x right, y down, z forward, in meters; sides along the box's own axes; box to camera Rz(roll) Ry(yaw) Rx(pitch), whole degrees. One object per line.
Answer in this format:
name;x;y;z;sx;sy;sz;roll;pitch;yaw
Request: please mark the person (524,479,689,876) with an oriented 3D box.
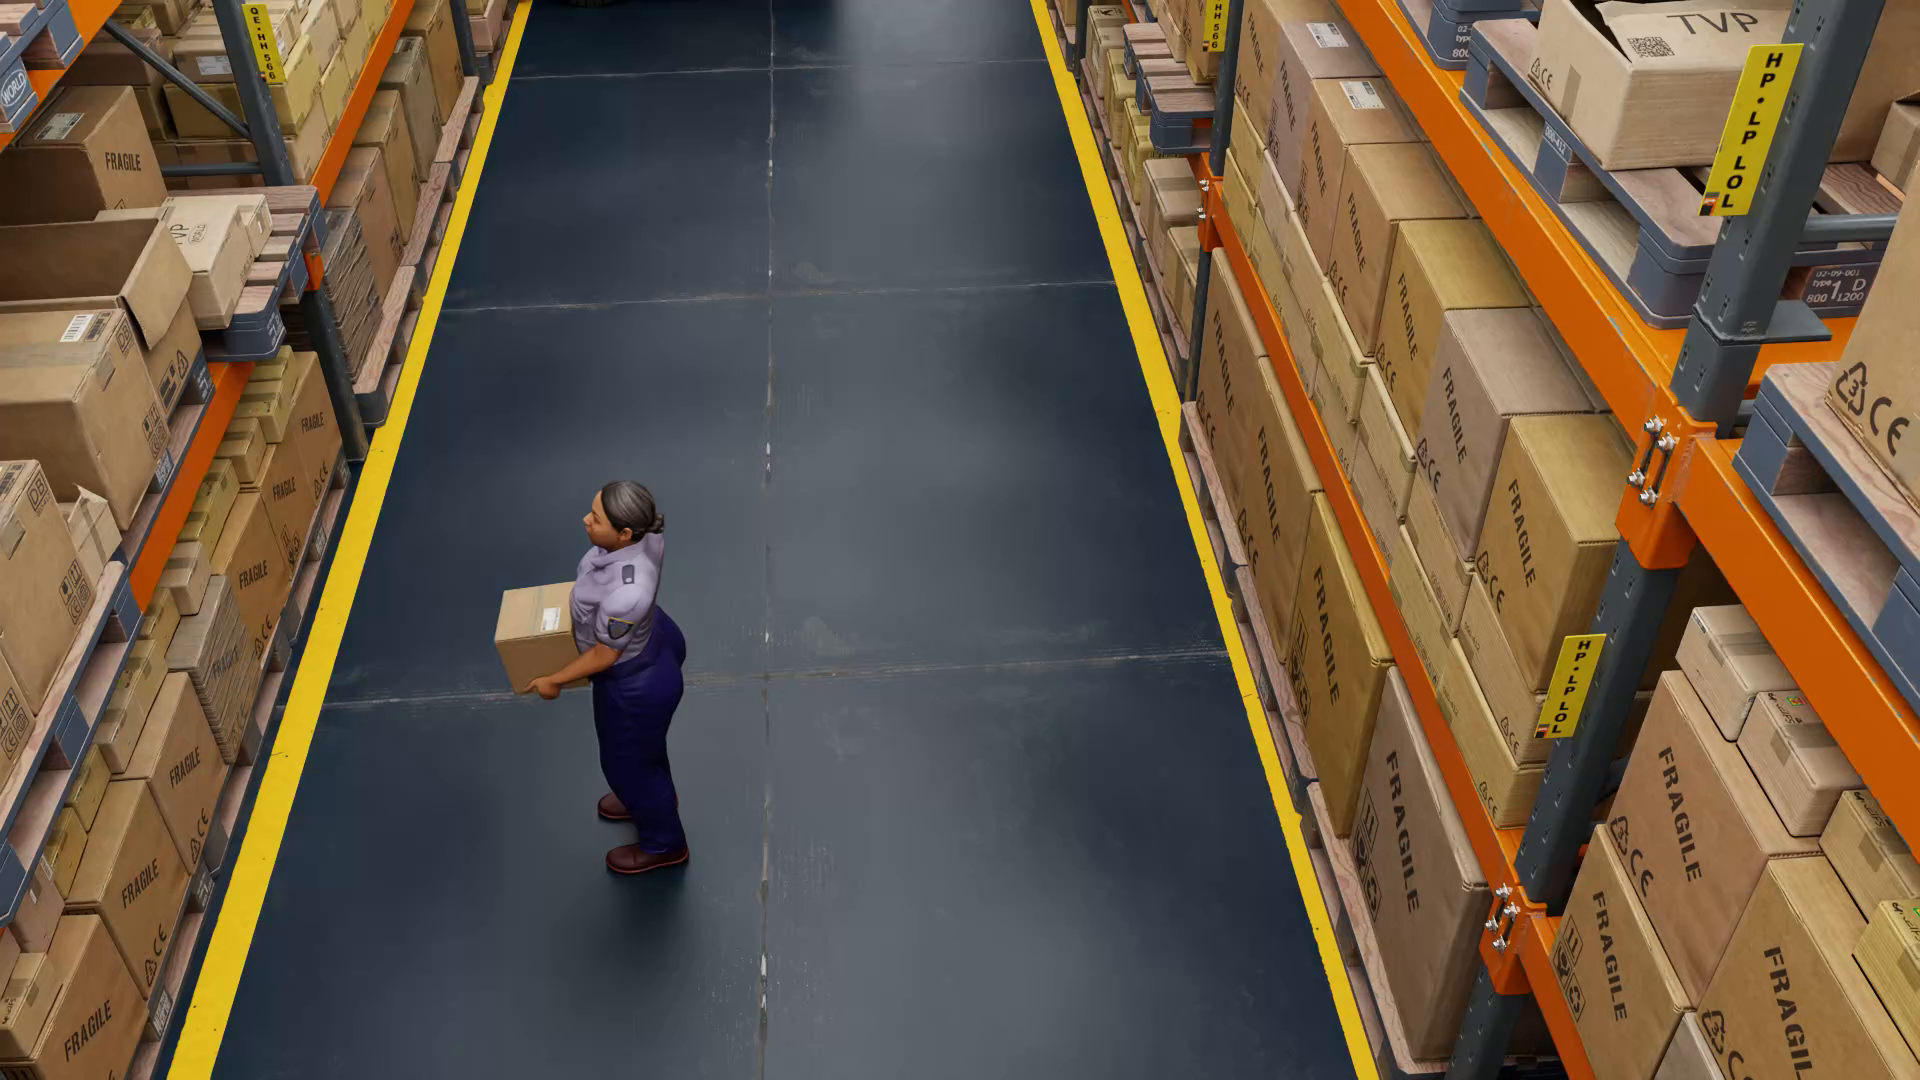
person;-1.184;0.457;5.618;0.517;1.634;0.452;-3;39;-4
